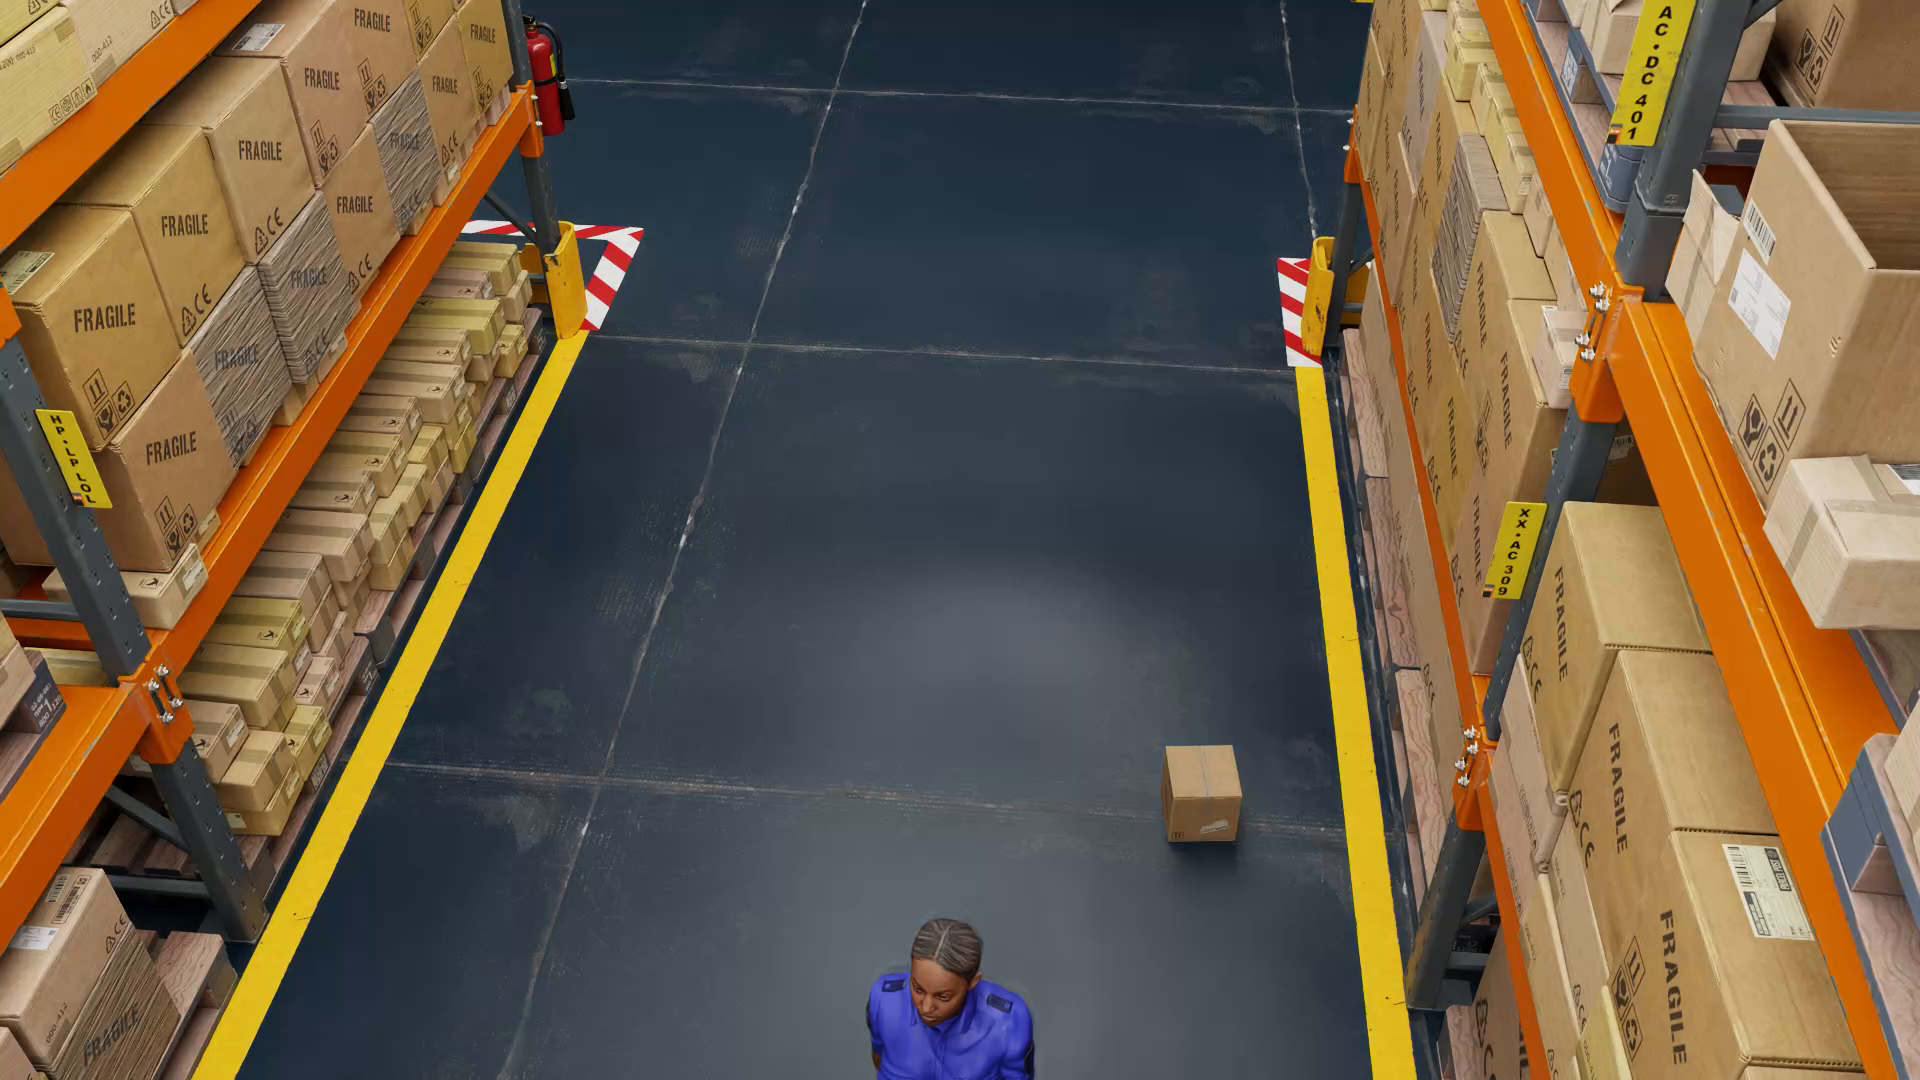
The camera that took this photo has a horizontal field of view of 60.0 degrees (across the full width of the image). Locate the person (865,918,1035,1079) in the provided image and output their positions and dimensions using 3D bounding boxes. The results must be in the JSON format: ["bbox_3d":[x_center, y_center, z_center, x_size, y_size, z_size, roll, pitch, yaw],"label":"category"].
[{"bbox_3d":[-0.018,1.502,4.373,0.441,1.611,0.854,4,40,4],"label":"person"}]
